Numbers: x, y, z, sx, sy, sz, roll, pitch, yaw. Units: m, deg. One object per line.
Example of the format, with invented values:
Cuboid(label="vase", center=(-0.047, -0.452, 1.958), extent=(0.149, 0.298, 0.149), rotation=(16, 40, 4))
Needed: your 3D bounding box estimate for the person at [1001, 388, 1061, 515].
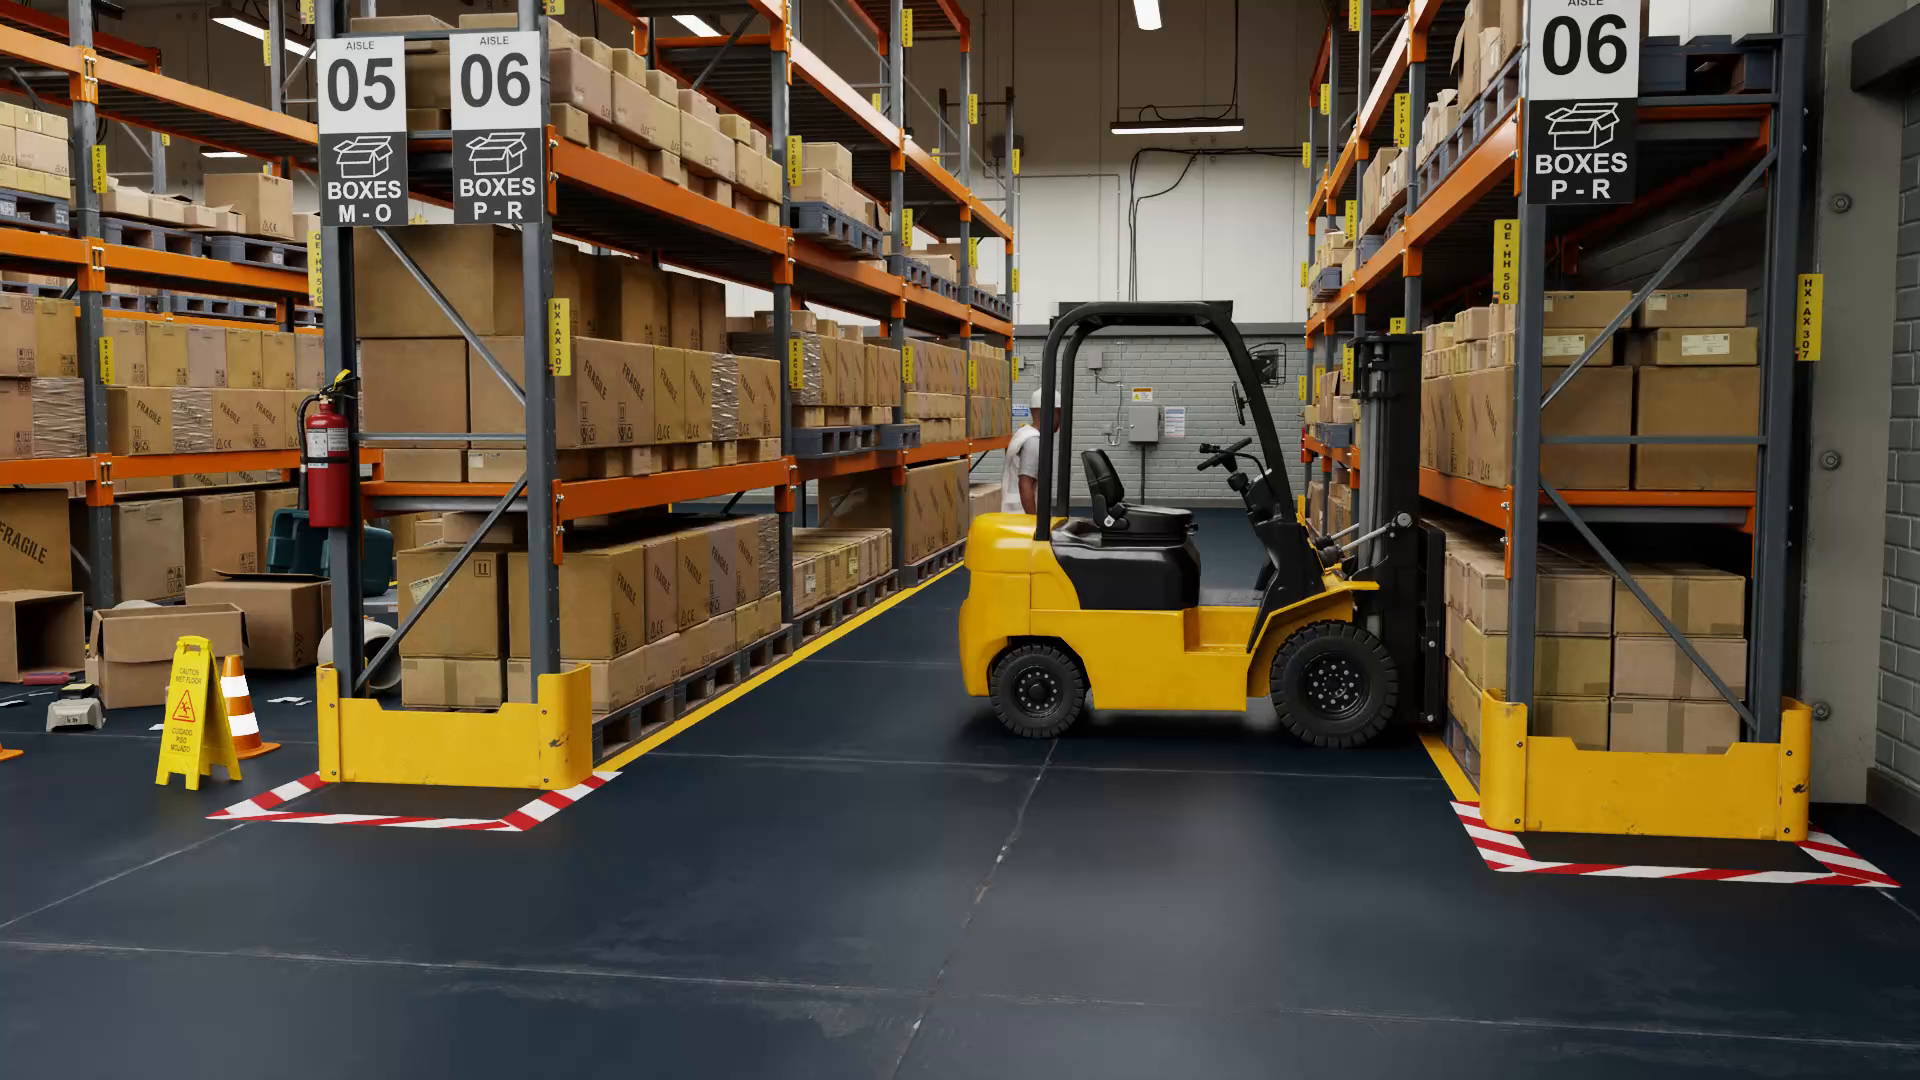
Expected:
Cuboid(label="person", center=(0.490, -0.095, 10.746), extent=(0.449, 1.773, 0.620), rotation=(0, 4, 5))
